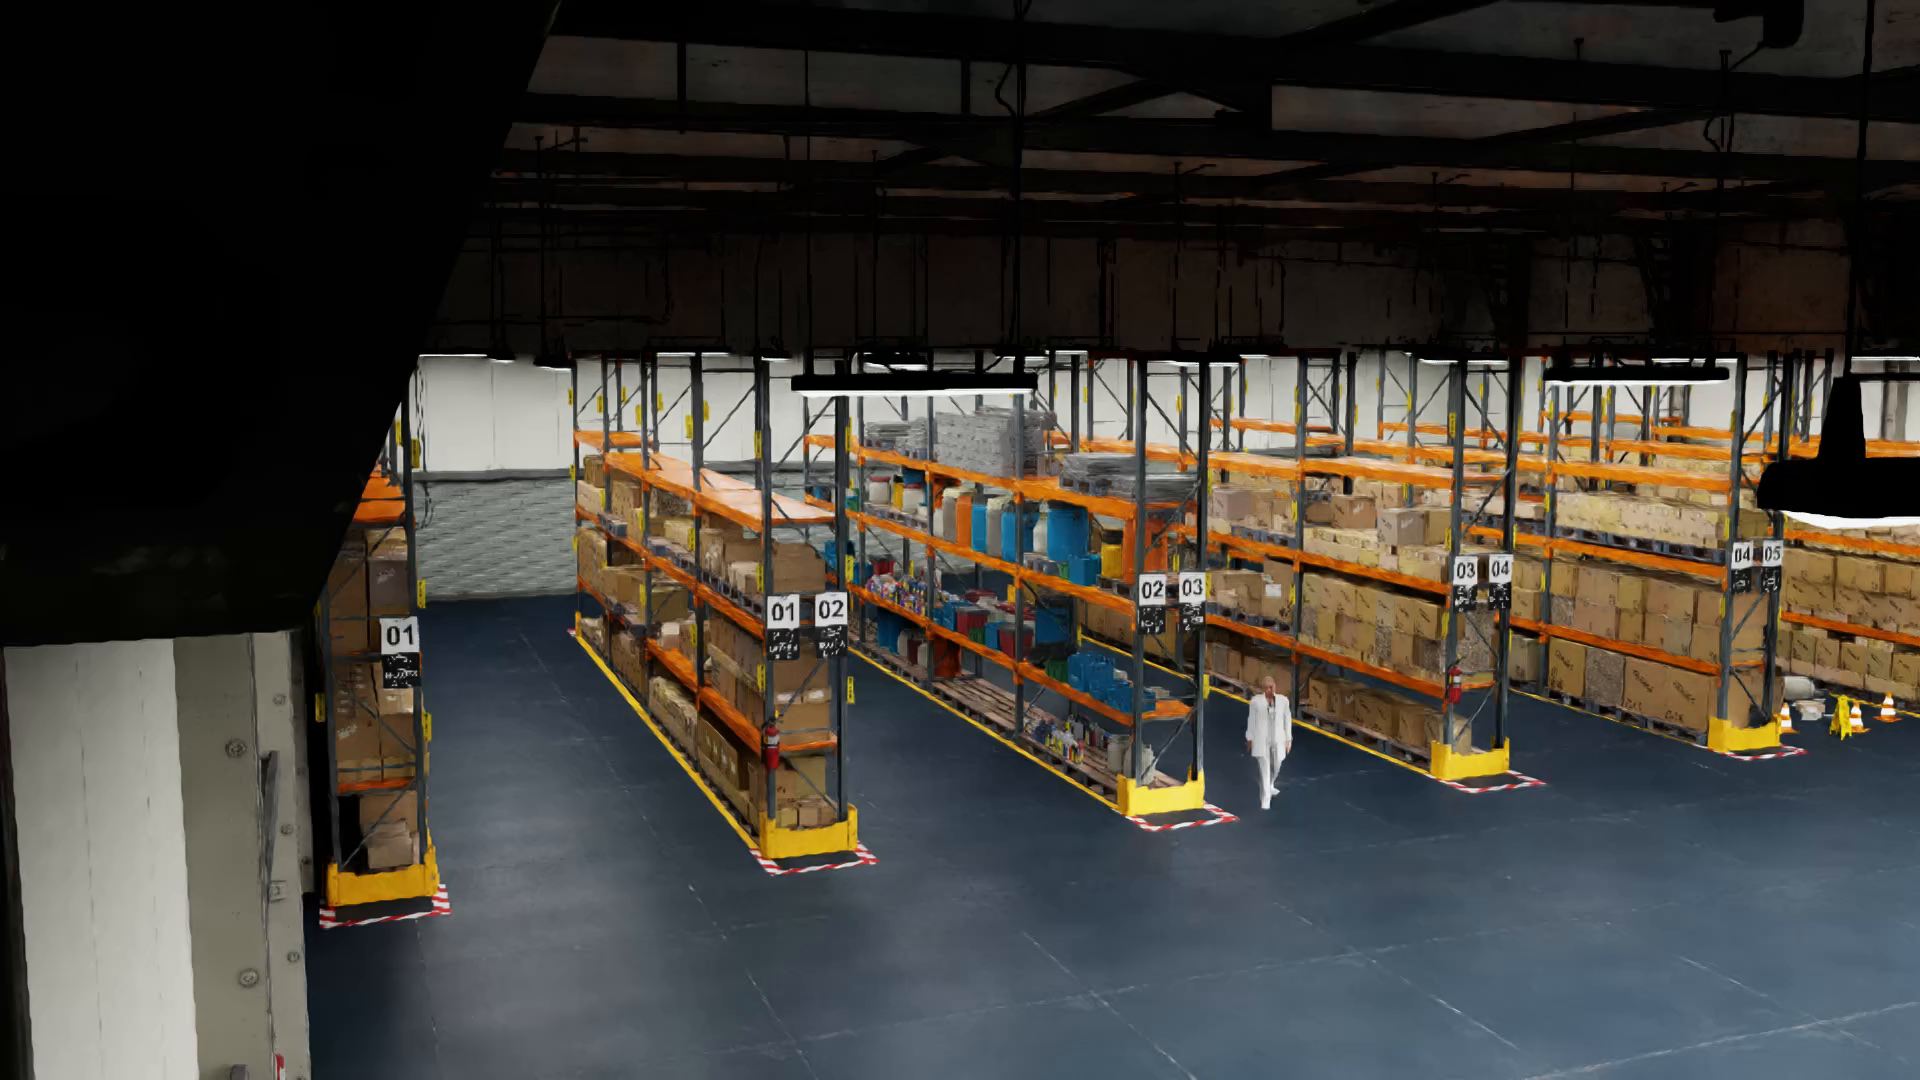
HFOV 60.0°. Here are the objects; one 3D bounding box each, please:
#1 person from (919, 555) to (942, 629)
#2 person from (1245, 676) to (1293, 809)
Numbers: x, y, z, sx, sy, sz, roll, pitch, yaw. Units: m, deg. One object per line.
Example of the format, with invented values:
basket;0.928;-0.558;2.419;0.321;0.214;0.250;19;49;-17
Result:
person;-0.576;1.142;34.489;0.605;1.789;0.451;6;9;41
person;4.165;2.687;22.382;0.614;1.749;0.973;0;7;-2
